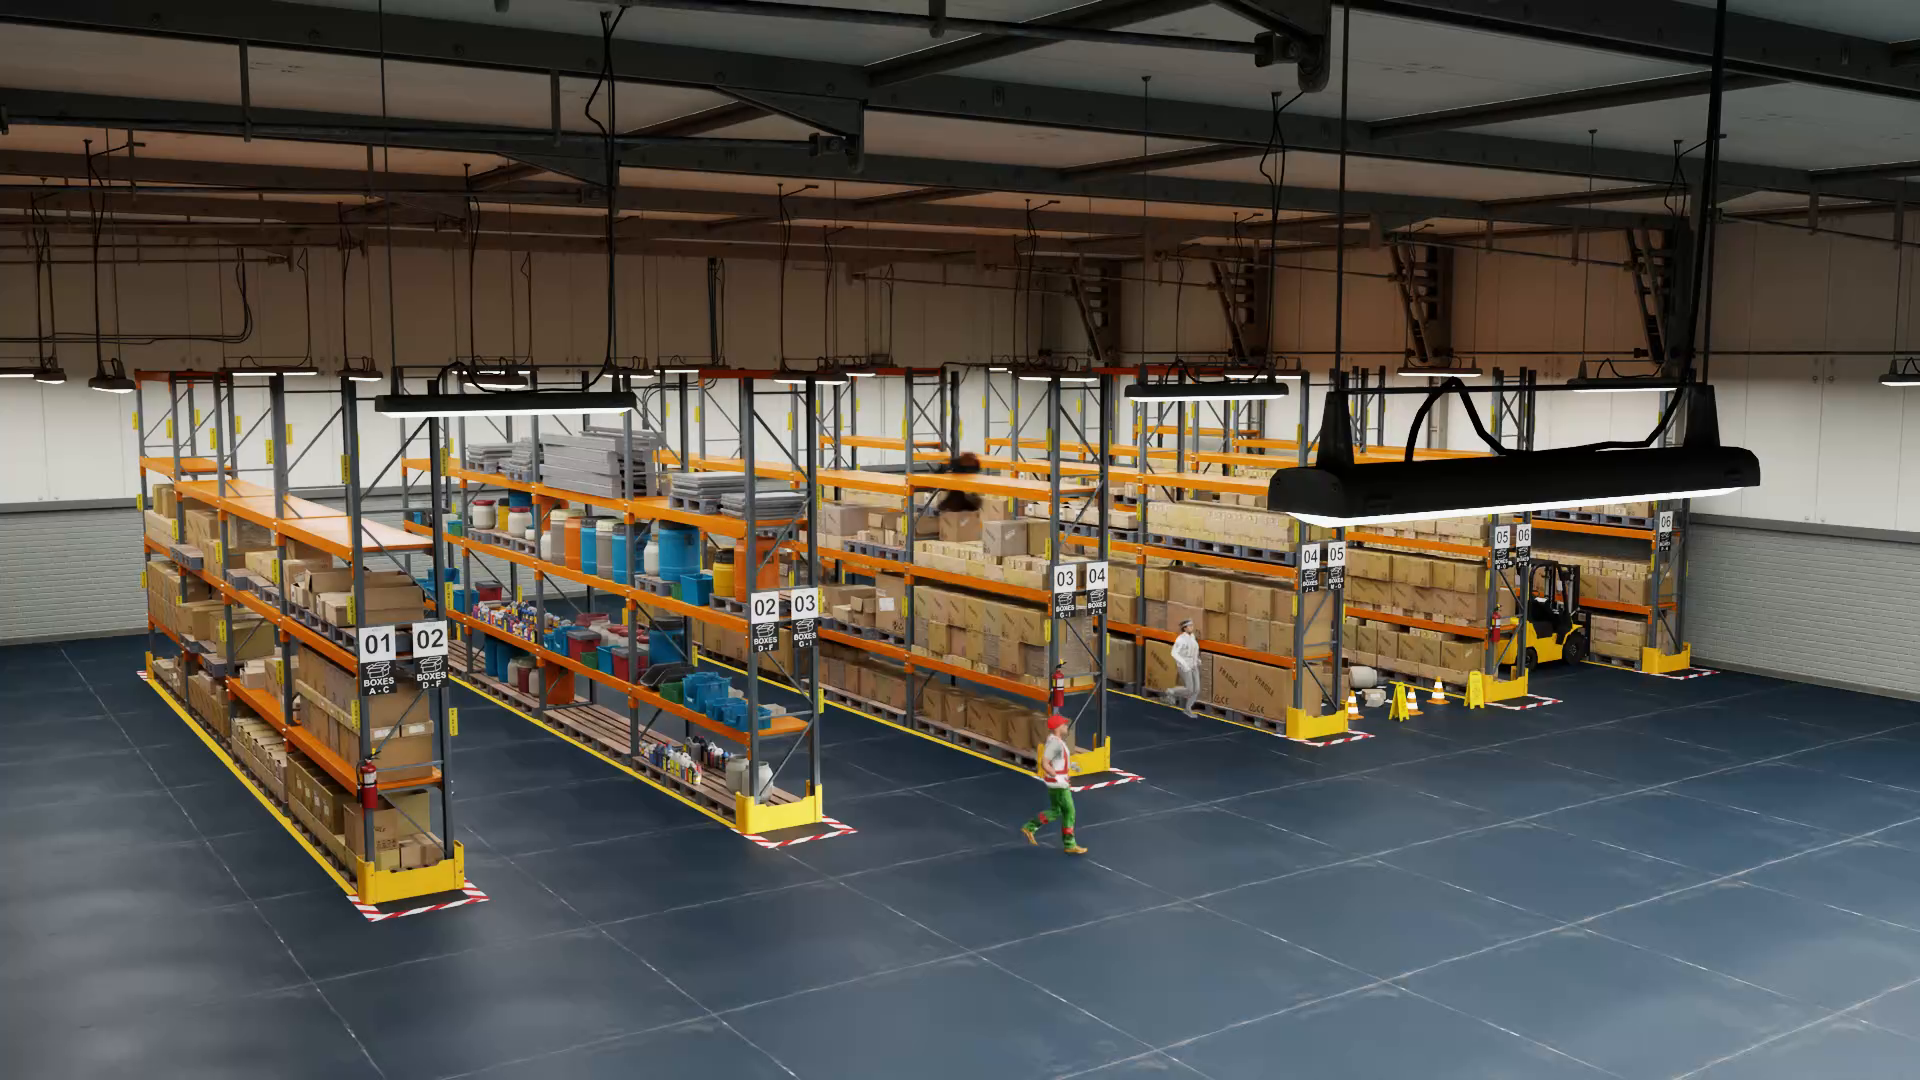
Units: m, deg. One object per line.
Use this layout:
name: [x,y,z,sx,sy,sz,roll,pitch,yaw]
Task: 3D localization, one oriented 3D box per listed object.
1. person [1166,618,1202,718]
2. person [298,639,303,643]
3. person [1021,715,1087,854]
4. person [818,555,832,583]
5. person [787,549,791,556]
person: [3.751,2.111,27.760,0.587,1.678,0.625,6,9,44]
person: [-12.663,1.830,32.240,0.575,1.683,0.902,-6,9,-43]
person: [1.190,3.075,20.980,0.849,1.770,0.677,0,6,1]
person: [-3.423,0.776,41.932,0.619,1.717,0.736,0,6,-2]
person: [-4.055,1.047,39.223,0.702,1.787,0.760,-2,7,-14]
